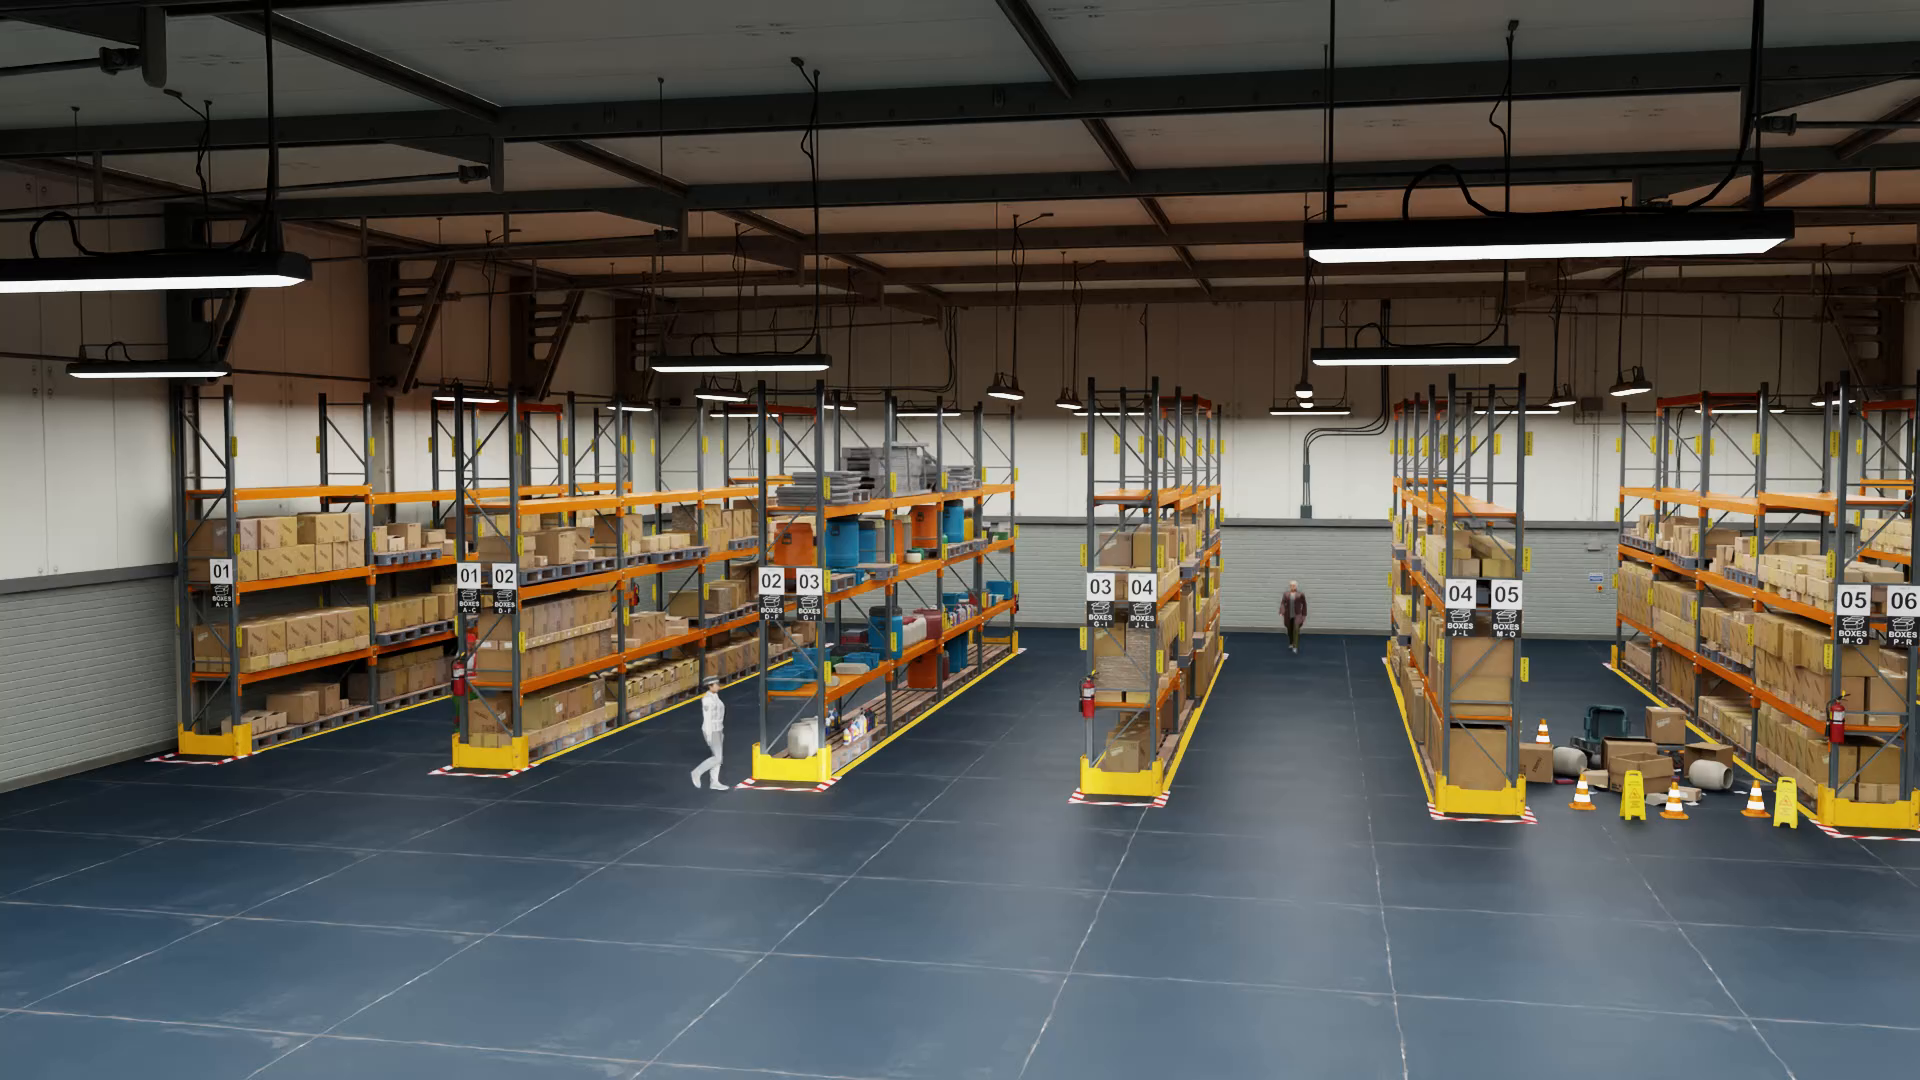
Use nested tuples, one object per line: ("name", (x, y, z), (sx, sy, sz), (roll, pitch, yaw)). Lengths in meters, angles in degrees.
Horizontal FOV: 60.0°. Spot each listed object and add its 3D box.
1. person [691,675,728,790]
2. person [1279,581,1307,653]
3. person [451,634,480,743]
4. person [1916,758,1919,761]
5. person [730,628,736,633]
("person", (-3.632, 2.793, 24.153), (0.523, 1.677, 0.499), (0, 3, 6))
("person", (8.105, 1.851, 40.501), (0.661, 1.713, 1.121), (1, 3, 16))
("person", (-8.447, 2.526, 28.450), (0.563, 1.805, 0.670), (0, 3, -1))
("person", (15.539, 2.681, 26.315), (0.542, 1.825, 0.599), (0, 3, 5))
("person", (-5.725, 1.788, 41.285), (0.598, 1.782, 0.514), (1, 3, 13))
